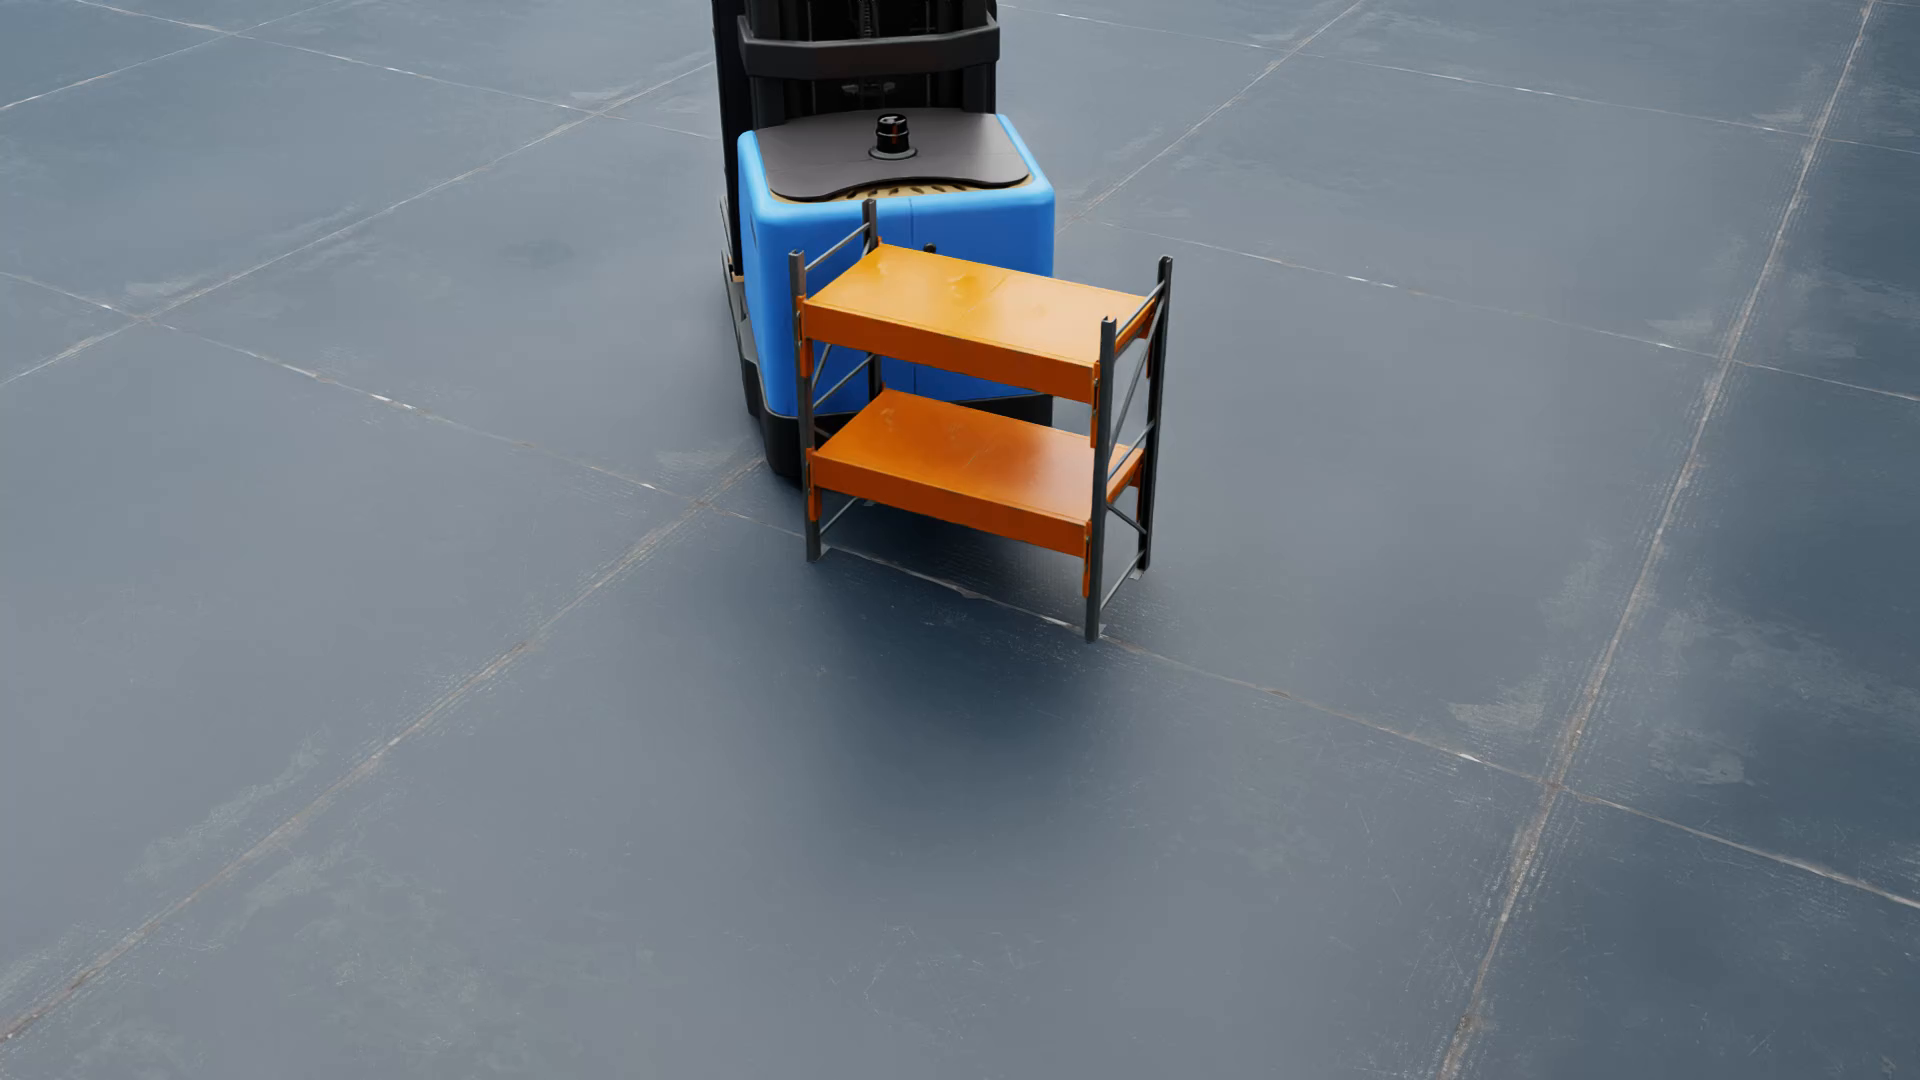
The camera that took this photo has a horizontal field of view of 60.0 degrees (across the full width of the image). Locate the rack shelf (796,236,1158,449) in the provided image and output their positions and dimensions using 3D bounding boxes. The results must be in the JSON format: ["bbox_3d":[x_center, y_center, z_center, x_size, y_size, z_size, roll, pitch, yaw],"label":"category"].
[{"bbox_3d":[0.062,-0.632,5.156,1.000,0.278,0.538,15,37,22],"label":"rack shelf"}]

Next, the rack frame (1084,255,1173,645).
[{"bbox_3d":[0.517,-0.264,5.131,0.032,1.125,0.500,15,37,22],"label":"rack frame"}]

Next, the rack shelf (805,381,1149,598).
[{"bbox_3d":[0.062,-0.185,5.454,1.000,0.278,0.538,15,37,22],"label":"rack shelf"}]

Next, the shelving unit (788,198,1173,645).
[{"bbox_3d":[0.062,-0.388,5.319,1.048,1.125,0.538,15,37,22],"label":"shelving unit"}]

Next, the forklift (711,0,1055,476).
[{"bbox_3d":[-0.448,-2.256,6.494,1.130,2.935,3.031,-6,34,-9],"label":"forklift"}]

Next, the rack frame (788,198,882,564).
[{"bbox_3d":[-0.394,-0.513,5.506,0.032,1.125,0.500,15,37,22],"label":"rack frame"}]
